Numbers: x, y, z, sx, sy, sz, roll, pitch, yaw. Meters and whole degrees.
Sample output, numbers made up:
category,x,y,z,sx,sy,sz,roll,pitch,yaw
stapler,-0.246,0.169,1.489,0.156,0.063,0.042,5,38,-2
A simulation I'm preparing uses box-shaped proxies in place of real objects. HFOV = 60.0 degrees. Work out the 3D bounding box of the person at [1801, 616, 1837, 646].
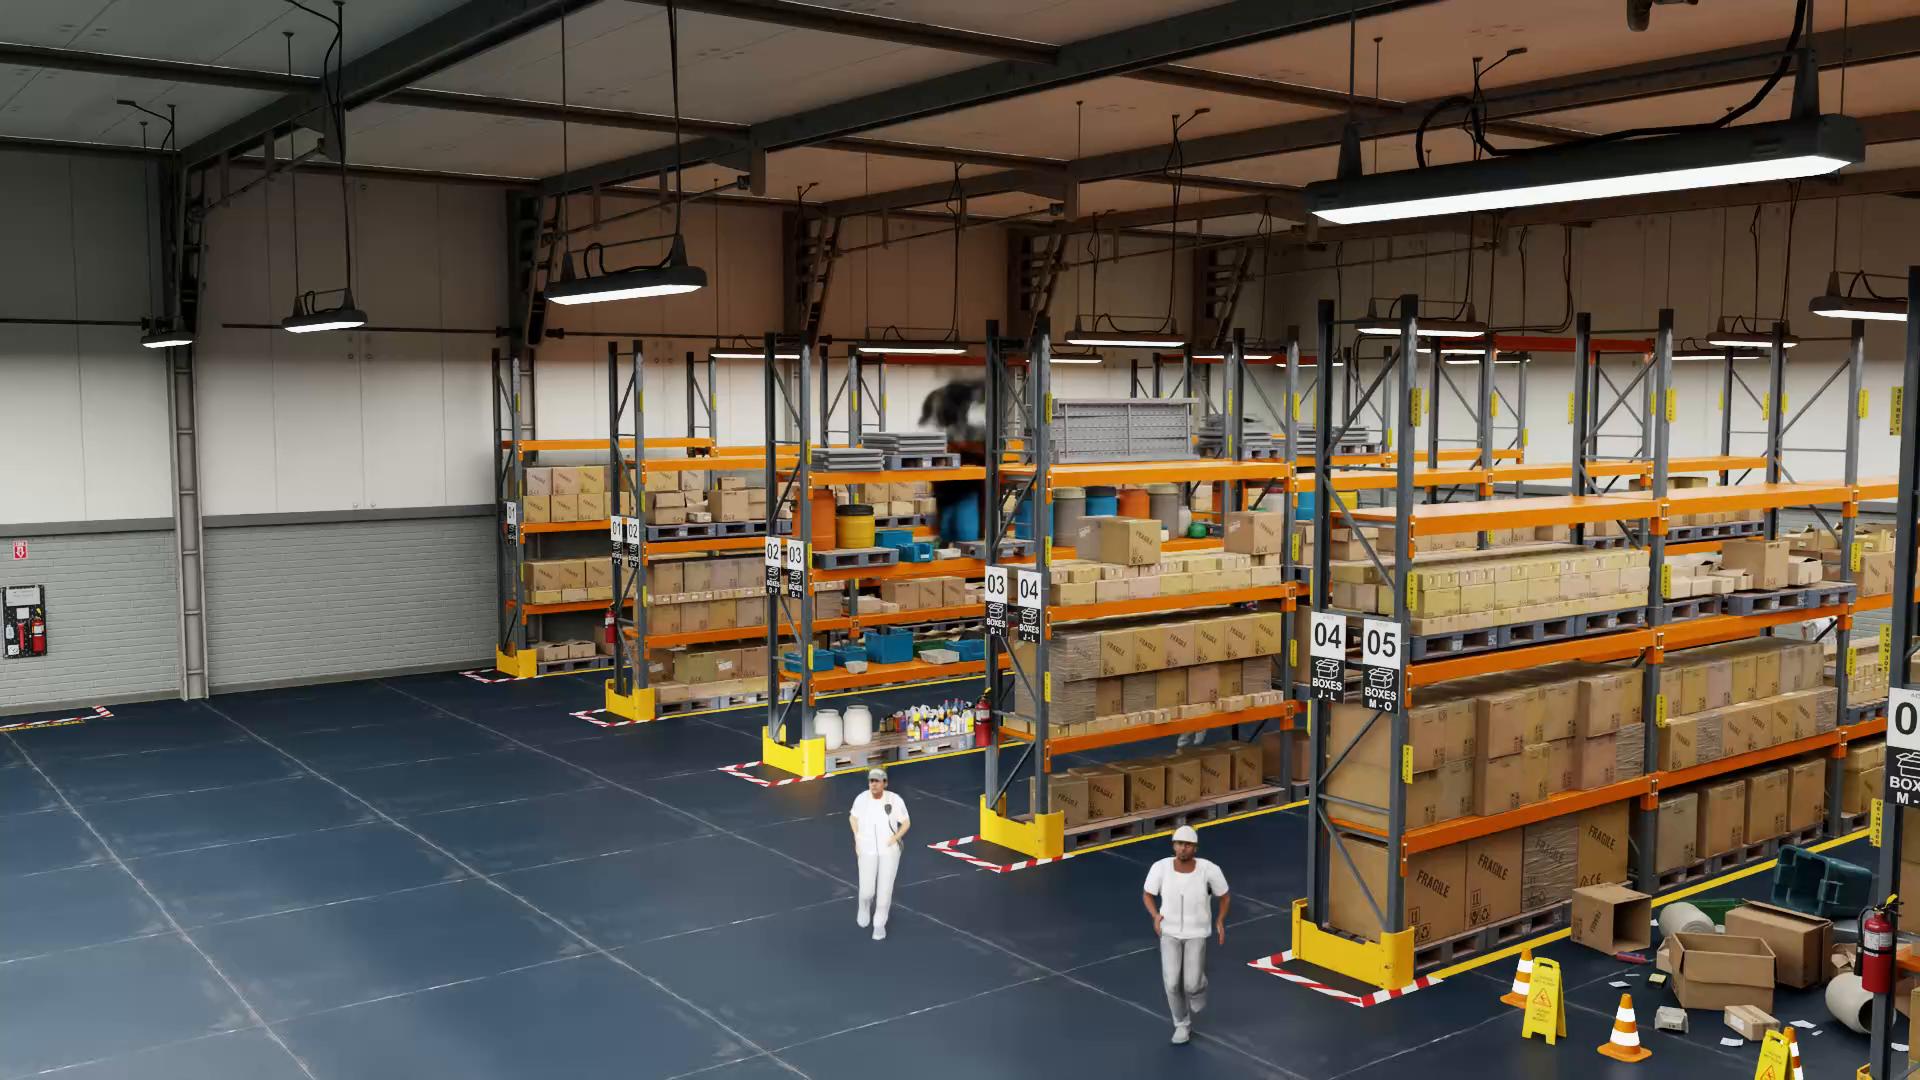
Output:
category,x,y,z,sx,sy,sz,roll,pitch,yaw
person,14.774,1.840,28.376,0.666,1.703,0.856,0,5,5

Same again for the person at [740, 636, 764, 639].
category,x,y,z,sx,sy,sz,roll,pitch,yaw
person,-3.725,1.665,30.035,0.579,1.810,0.864,5,7,43

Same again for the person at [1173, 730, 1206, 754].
category,x,y,z,sx,sy,sz,roll,pitch,yaw
person,3.287,2.160,23.943,0.672,1.819,0.928,5,7,44

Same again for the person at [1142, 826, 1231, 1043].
category,x,y,z,sx,sy,sz,roll,pitch,yaw
person,1.798,3.143,13.341,0.703,1.723,0.552,1,5,15

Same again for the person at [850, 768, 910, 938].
category,x,y,z,sx,sy,sz,roll,pitch,yaw
person,-0.776,2.979,15.785,0.578,1.622,0.561,0,5,2
